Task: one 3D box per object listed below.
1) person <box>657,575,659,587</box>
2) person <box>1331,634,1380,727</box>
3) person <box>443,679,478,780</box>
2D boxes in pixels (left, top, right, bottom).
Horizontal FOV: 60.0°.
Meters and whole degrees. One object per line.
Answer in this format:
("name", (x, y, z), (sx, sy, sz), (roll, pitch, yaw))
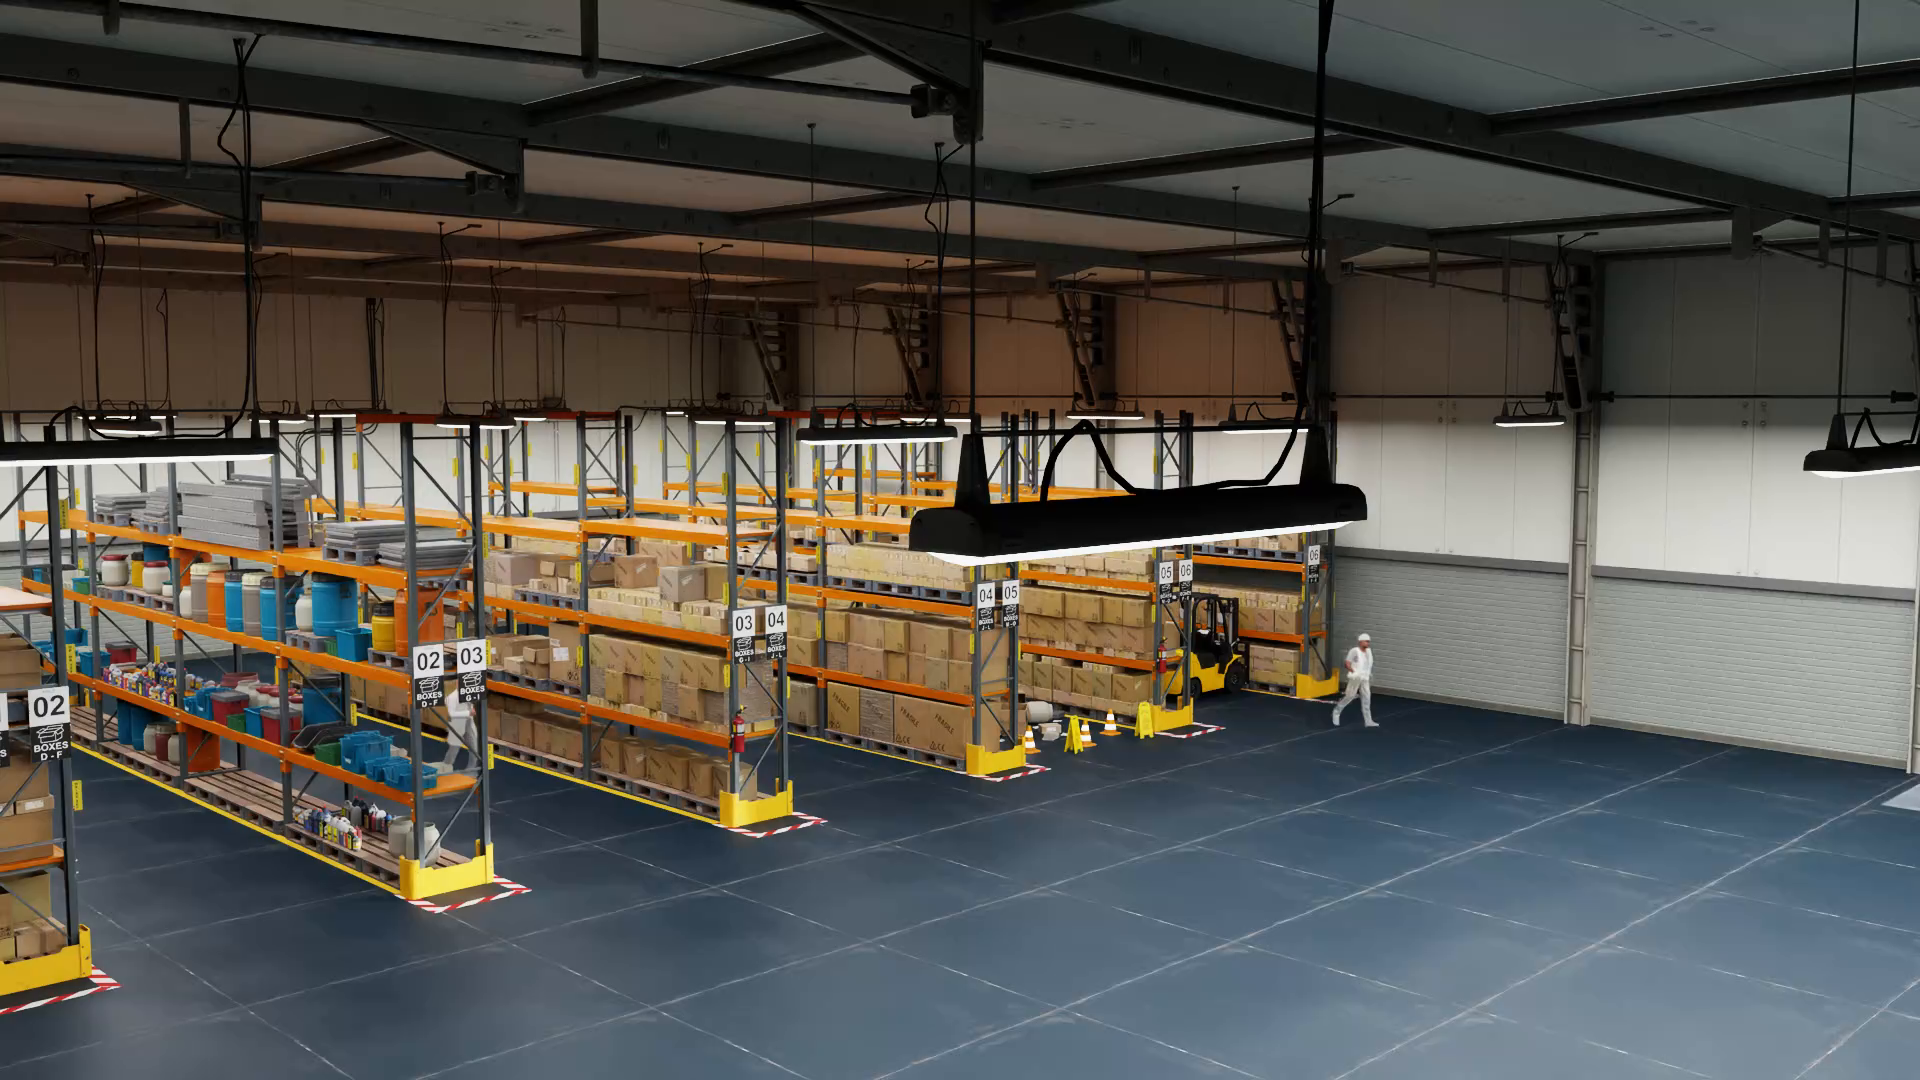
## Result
("person", (-8.061, 1.550, 44.731), (0.667, 1.809, 0.923), (3, 6, 35))
("person", (7.634, 2.663, 31.639), (0.724, 1.764, 1.006), (-4, 6, -36))
("person", (-8.102, 3.104, 26.986), (0.931, 1.847, 0.645), (3, 6, 33))
